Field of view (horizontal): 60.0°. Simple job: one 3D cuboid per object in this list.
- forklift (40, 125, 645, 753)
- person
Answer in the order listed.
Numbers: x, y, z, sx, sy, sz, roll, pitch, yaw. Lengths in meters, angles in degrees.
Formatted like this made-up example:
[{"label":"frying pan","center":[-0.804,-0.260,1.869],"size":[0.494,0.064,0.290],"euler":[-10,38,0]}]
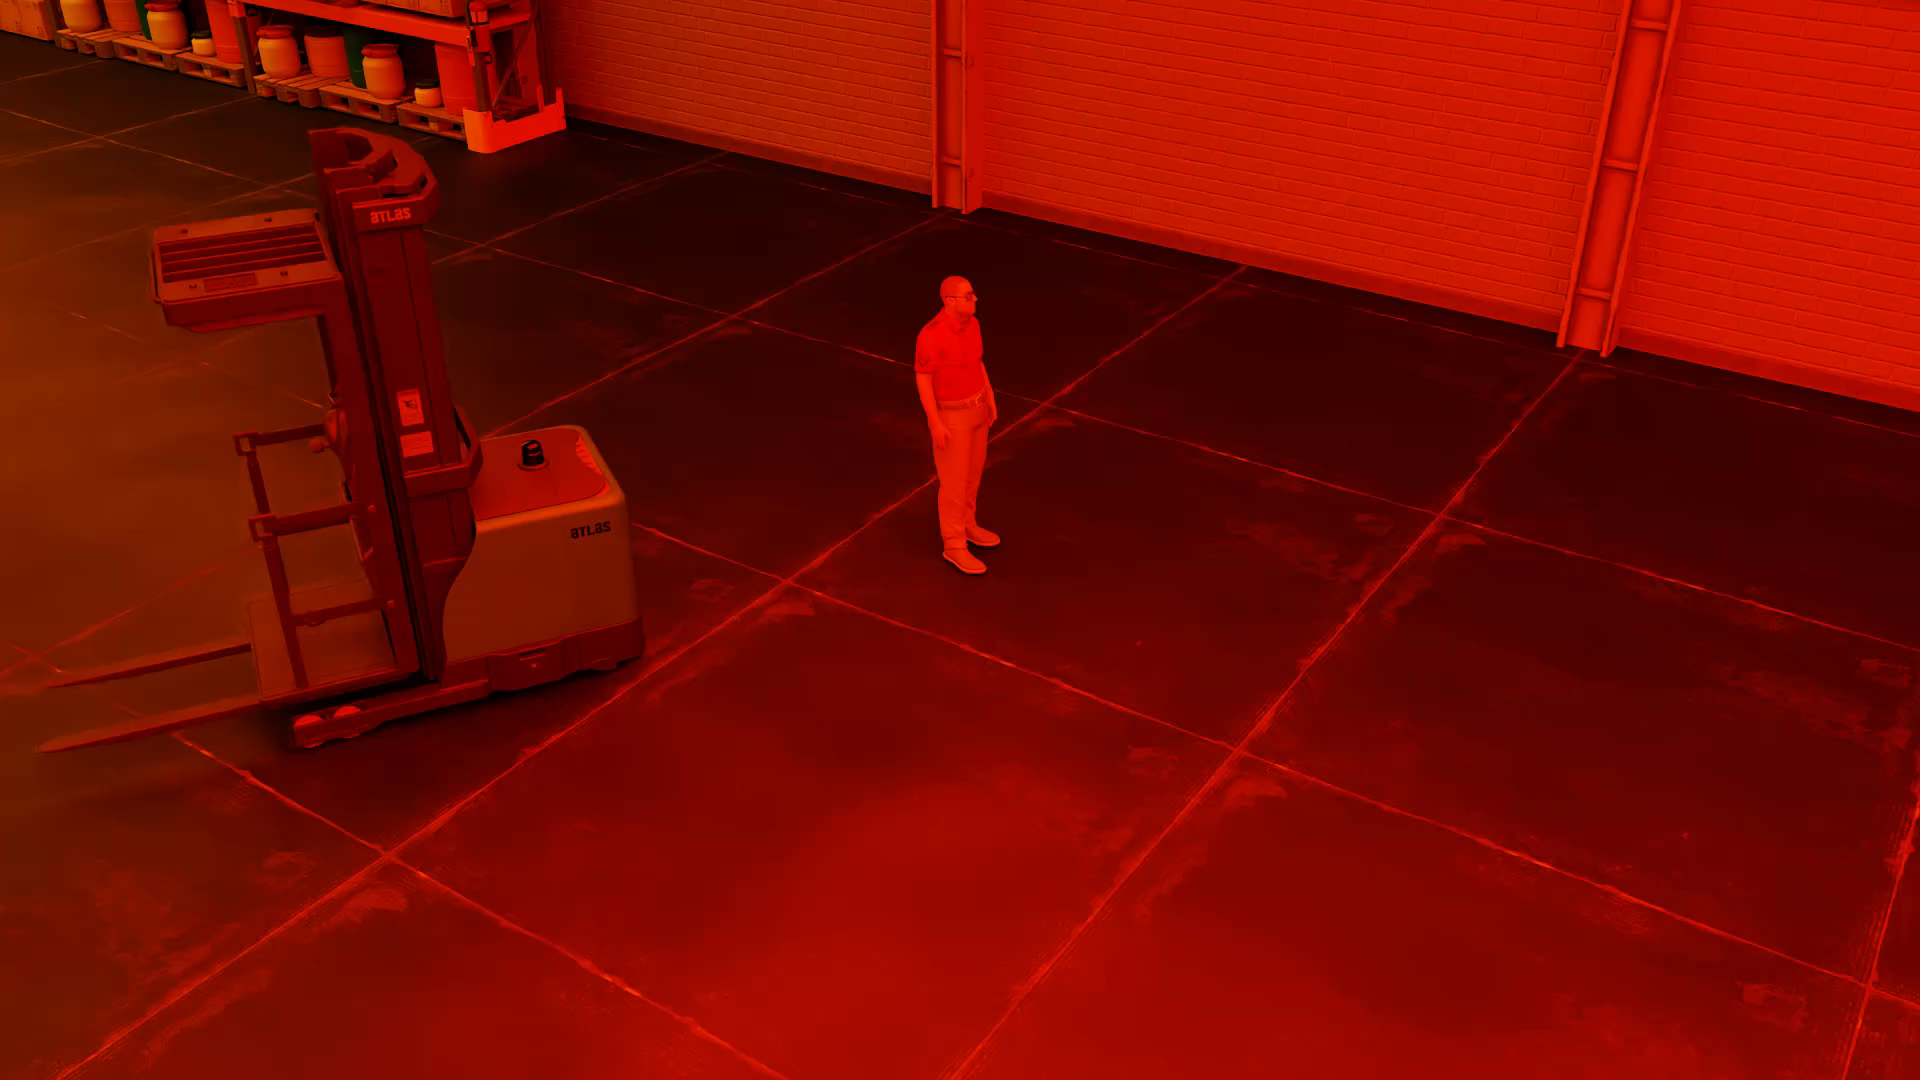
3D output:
[{"label":"forklift","center":[-3.325,-0.492,8.428],"size":[3.031,2.935,1.130],"euler":[-13,33,-21]},{"label":"person","center":[0.067,-0.723,10.010],"size":[0.551,1.727,0.640],"euler":[19,35,29]}]
